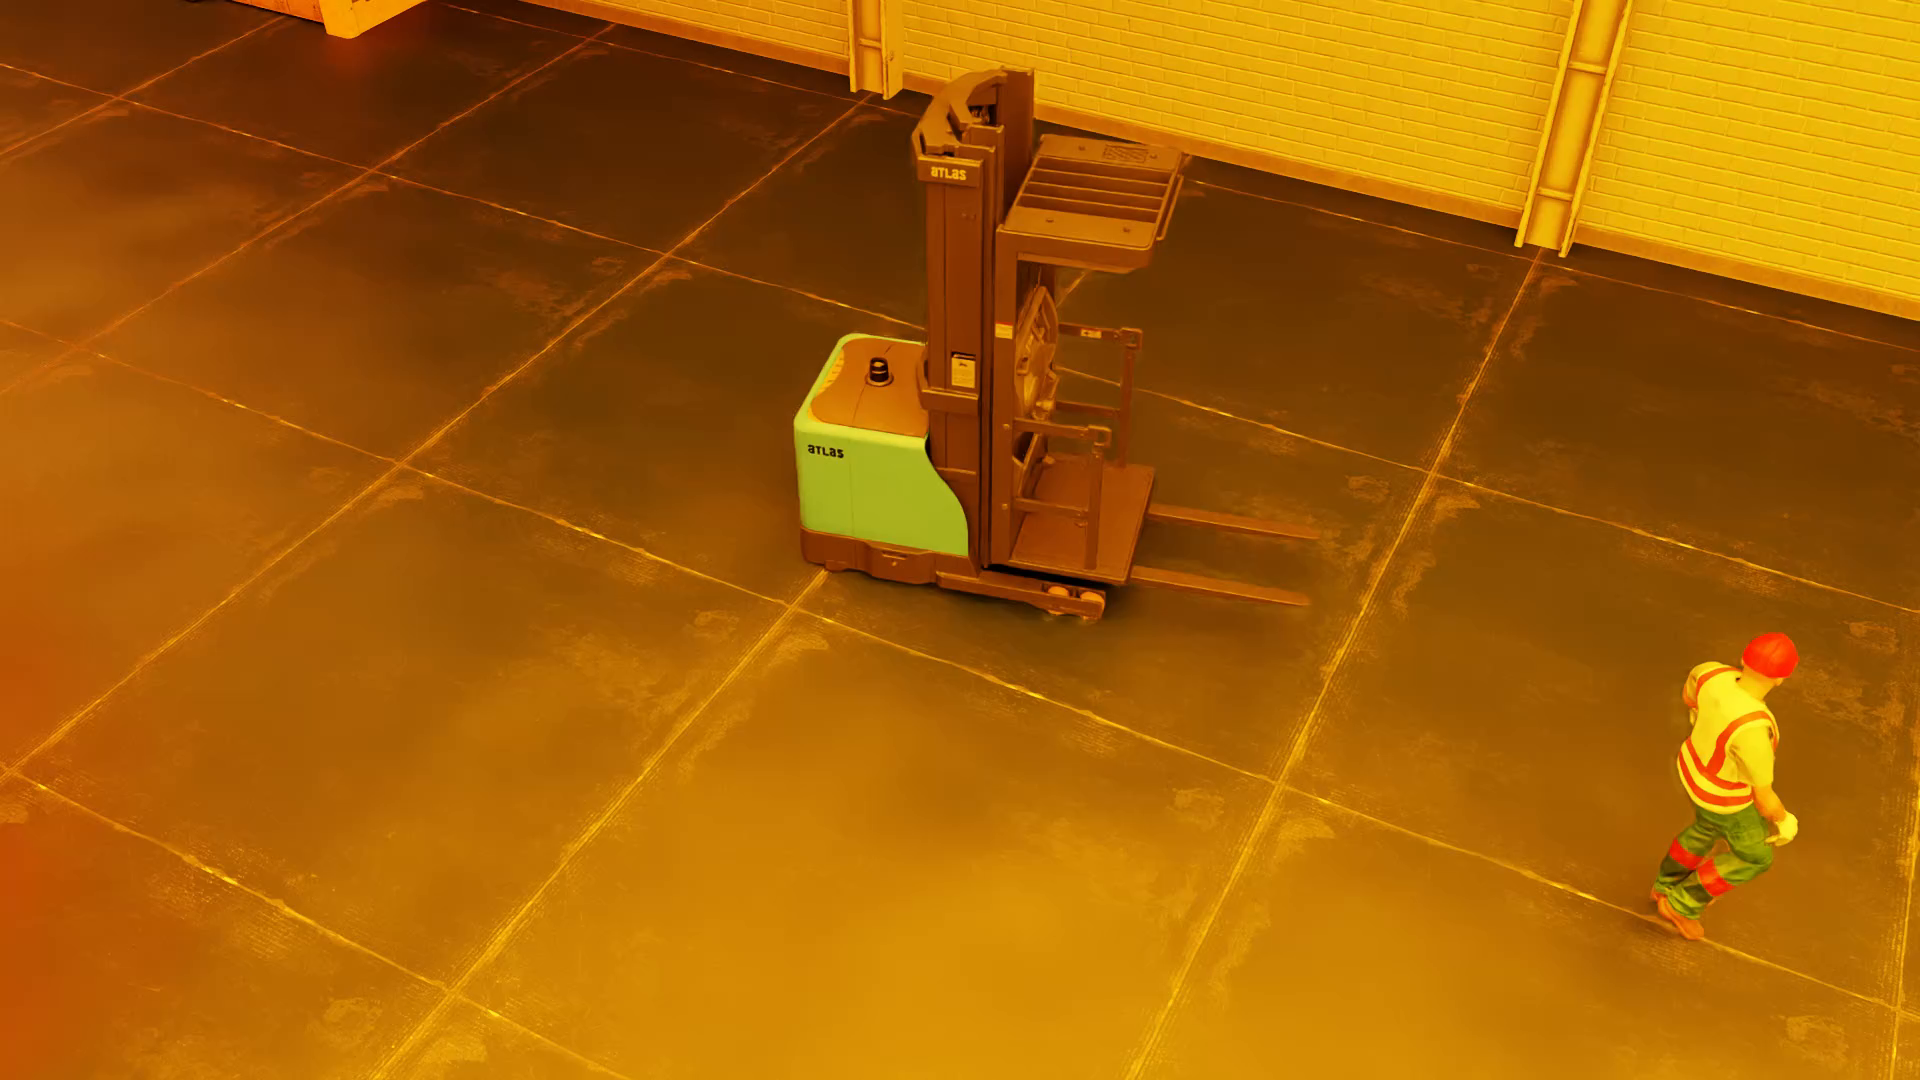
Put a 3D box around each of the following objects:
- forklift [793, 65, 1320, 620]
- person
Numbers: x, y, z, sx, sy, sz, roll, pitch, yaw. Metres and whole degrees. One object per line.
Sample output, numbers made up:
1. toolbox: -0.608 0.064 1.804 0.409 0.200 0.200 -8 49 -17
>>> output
1. forklift: 0.610 -1.033 9.212 3.031 2.935 1.130 9 41 11
2. person: 3.510 1.077 7.628 0.480 1.761 0.806 1 40 2
